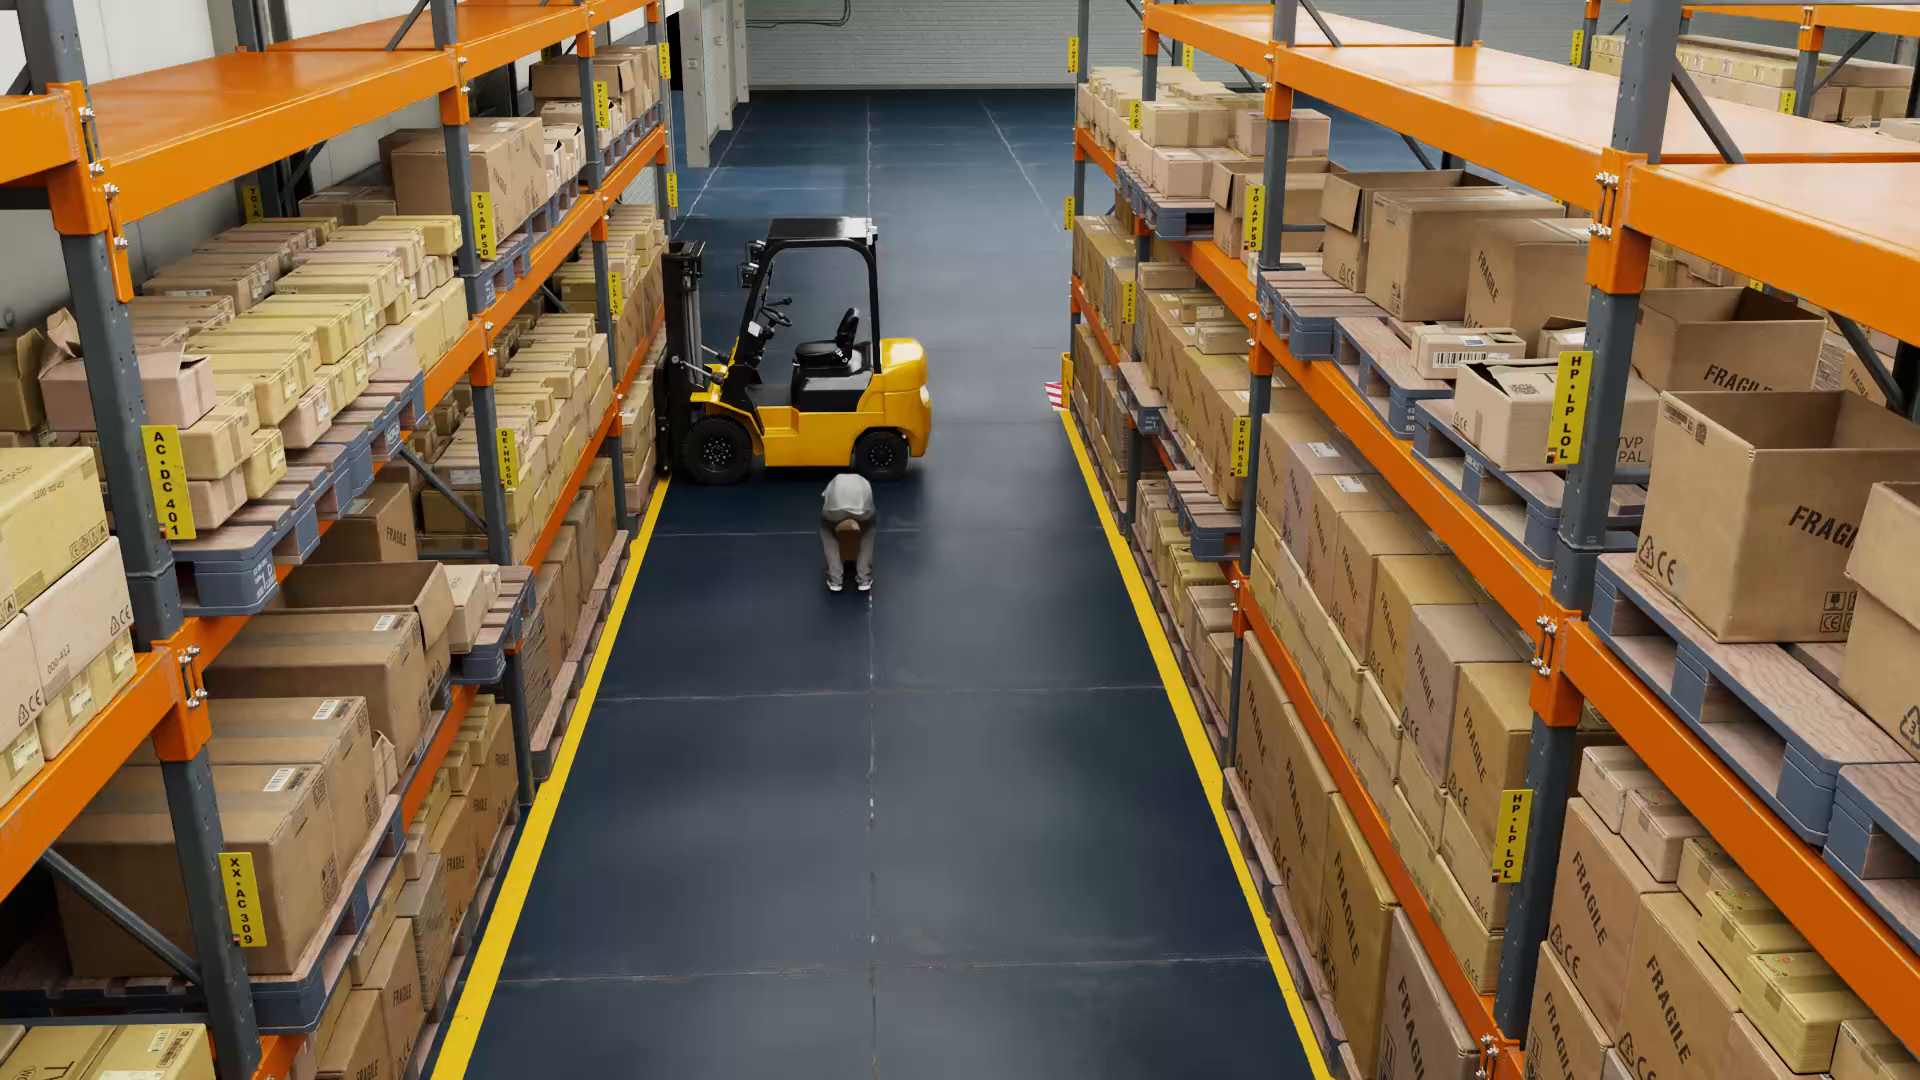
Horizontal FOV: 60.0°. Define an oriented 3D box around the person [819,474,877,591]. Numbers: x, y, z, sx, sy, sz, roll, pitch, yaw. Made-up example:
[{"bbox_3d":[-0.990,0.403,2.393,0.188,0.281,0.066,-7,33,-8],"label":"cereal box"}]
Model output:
[{"bbox_3d":[-0.838,-0.119,12.415,0.422,0.883,0.853,-2,21,-6],"label":"person"}]
